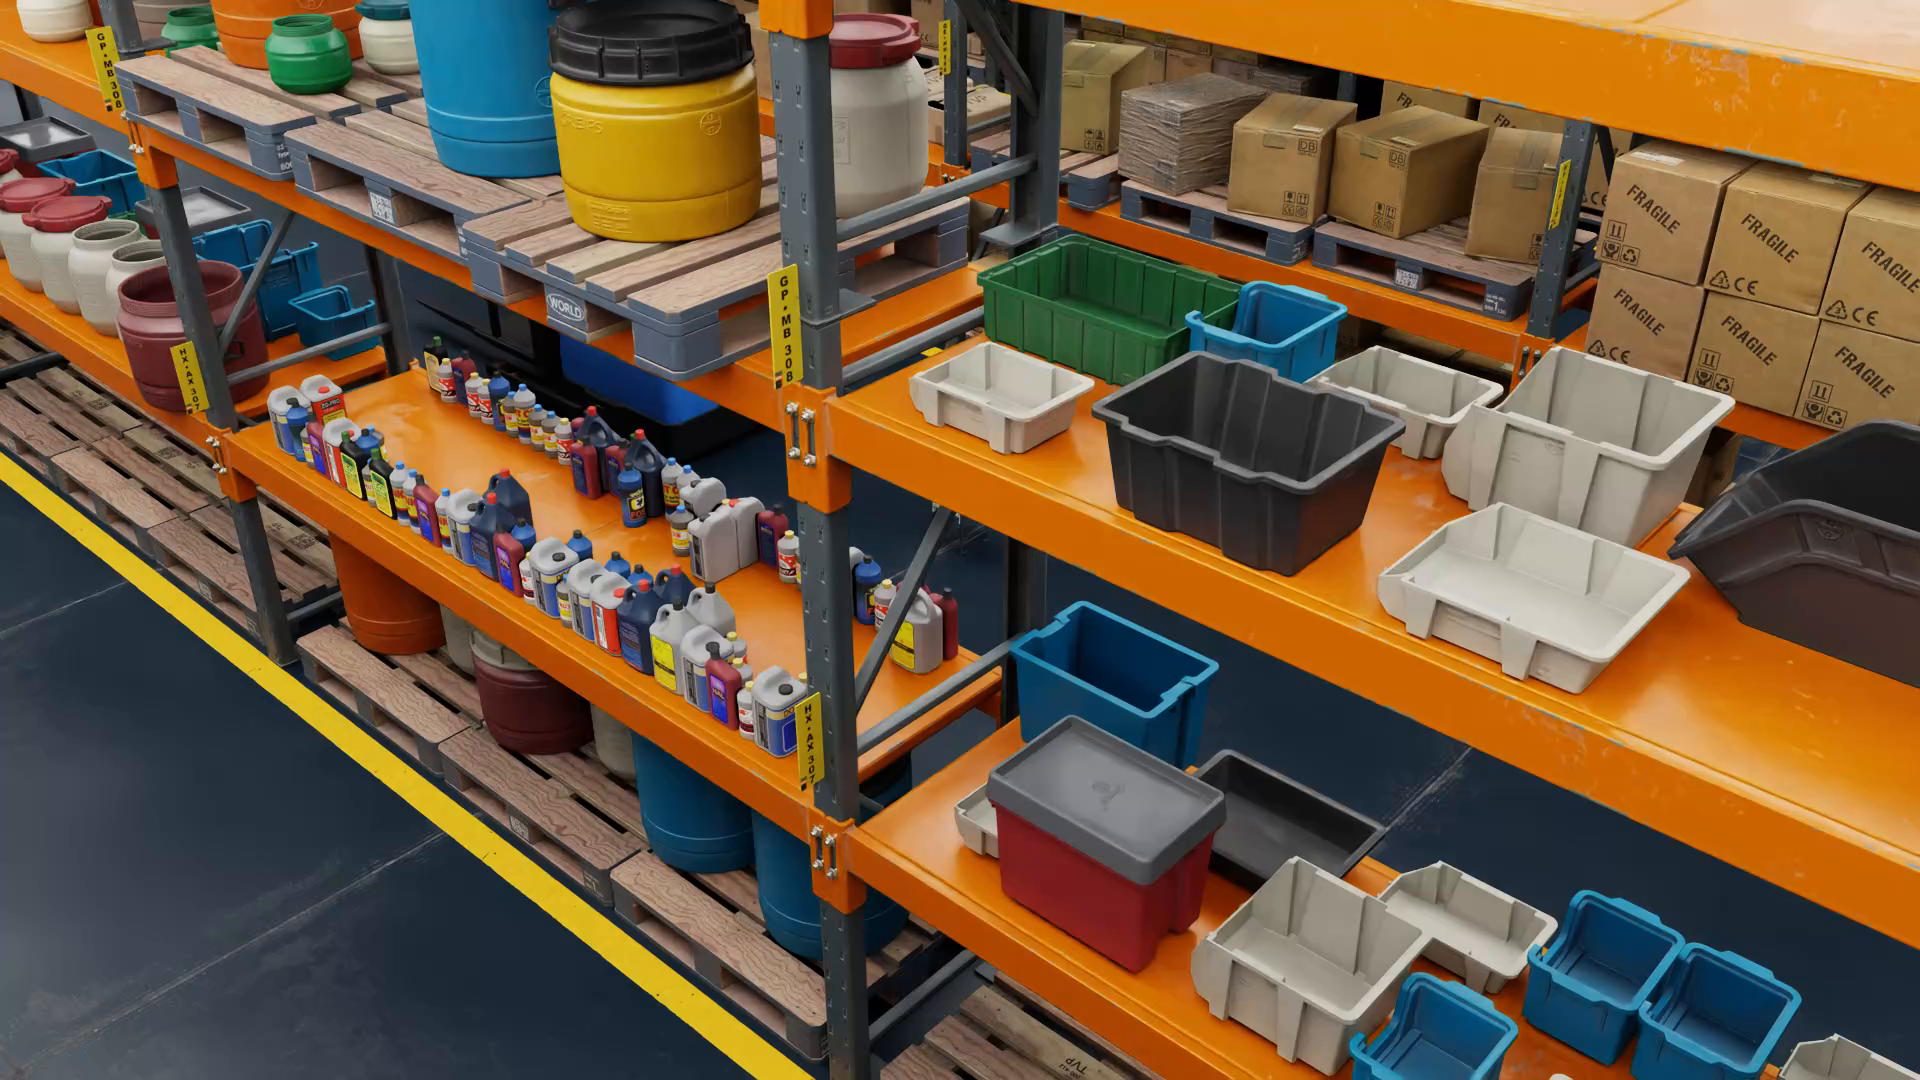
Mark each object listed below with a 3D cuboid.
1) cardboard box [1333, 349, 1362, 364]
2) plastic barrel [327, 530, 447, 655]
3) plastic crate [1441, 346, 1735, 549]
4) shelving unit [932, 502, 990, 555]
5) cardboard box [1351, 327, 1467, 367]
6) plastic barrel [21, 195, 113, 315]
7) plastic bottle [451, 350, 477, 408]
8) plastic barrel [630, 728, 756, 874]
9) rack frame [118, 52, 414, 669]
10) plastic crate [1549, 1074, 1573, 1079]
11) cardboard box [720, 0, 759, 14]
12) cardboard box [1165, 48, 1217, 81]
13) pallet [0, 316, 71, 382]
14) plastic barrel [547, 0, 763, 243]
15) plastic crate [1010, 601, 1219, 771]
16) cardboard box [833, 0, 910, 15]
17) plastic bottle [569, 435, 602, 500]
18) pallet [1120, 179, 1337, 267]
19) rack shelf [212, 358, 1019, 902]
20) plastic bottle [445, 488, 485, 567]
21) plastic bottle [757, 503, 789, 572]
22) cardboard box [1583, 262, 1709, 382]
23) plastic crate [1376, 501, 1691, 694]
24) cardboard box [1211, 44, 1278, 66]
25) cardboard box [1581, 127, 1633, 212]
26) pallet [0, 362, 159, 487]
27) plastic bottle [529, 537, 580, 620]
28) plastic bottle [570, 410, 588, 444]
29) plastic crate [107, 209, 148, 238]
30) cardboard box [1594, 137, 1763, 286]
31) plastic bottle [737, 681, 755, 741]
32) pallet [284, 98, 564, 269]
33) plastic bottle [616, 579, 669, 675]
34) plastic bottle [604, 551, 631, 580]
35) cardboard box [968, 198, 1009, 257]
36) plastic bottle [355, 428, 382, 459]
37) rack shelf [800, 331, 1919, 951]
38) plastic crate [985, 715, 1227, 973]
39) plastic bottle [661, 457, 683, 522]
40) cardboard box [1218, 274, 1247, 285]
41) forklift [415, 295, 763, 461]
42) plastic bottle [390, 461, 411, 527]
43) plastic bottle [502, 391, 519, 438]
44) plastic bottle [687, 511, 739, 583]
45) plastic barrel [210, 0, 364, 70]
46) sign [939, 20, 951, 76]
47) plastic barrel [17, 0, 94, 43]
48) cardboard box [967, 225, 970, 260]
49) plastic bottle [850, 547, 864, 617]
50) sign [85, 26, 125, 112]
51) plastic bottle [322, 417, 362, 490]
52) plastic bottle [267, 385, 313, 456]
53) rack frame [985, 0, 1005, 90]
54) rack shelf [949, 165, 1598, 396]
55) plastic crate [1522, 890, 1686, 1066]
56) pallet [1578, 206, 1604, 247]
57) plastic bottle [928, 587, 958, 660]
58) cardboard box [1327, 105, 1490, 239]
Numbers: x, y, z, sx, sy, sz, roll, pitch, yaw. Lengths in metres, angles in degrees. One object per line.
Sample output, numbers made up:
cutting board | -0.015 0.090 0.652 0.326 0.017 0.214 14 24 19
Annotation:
cardboard box | 2.323 -0.722 9.538 0.500 0.500 0.500 25 39 35
plastic barrel | -2.676 0.052 7.952 0.708 0.830 0.600 25 39 35
plastic crate | 1.445 -0.211 3.899 0.530 0.282 0.437 25 39 35
shelving unit | 0.006 -0.383 9.013 0.210 0.900 0.258 25 39 35
cardboard box | 2.644 -0.927 9.879 0.500 0.500 0.500 26 39 36
plastic barrel | -4.589 -1.484 8.676 0.433 0.535 0.433 0 31 0
plastic bottle | -2.293 -0.754 7.707 0.133 0.283 0.061 25 39 35
plastic barrel | -1.002 0.803 6.635 0.708 0.901 0.600 25 39 35
rack frame | -3.051 -0.860 7.771 0.127 3.000 1.000 25 39 35
plastic crate | 1.495 1.494 4.057 0.250 0.136 0.298 25 39 35
cardboard box | -1.741 -3.726 12.434 0.500 0.500 0.500 -26 40 -36
cardboard box | 2.337 -4.380 15.614 0.500 0.500 0.700 25 39 35
pallet | -6.486 -1.299 11.202 1.213 0.211 1.003 25 39 35
plastic barrel | -0.898 -1.260 4.937 0.600 0.588 0.600 0 31 0
plastic crate | 0.490 0.536 5.408 0.575 0.384 0.392 25 39 35
cardboard box | -0.948 -5.791 17.958 0.500 0.500 0.700 22 38 32
plastic bottle | -1.577 -0.319 6.985 0.133 0.283 0.061 25 39 35
pallet | 1.721 -2.000 9.850 1.213 0.211 1.003 25 39 35
rack shelf | -1.568 0.140 6.807 4.000 0.370 1.077 25 39 35
plastic bottle | -1.918 -0.054 6.552 0.135 0.276 0.152 25 39 35
plastic bottle | -0.729 -0.024 6.494 0.133 0.283 0.061 25 39 35
cardboard box | 3.437 -1.131 8.124 0.500 0.500 0.500 26 40 36
plastic crate | 1.182 0.116 3.497 0.530 0.136 0.437 25 39 35
cardboard box | 2.648 -4.538 15.150 0.500 0.250 0.500 26 40 36
cardboard box | 5.333 -3.005 13.011 0.750 0.750 0.750 26 40 36
pallet | -5.408 -0.793 10.363 1.213 0.211 1.003 25 39 35
plastic bottle | -1.510 0.136 6.235 0.135 0.276 0.152 25 39 35
plastic bottle | -1.617 -0.438 7.182 0.133 0.283 0.061 25 39 35
plastic crate | -4.536 -1.659 9.303 0.662 0.188 0.450 25 39 35
cardboard box | 3.402 -1.570 7.882 0.500 0.500 0.500 26 40 36
plastic bottle | -0.698 0.567 5.593 0.097 0.201 0.097 0 31 0
pallet | -1.575 -1.306 5.785 1.213 0.211 1.003 25 39 35
plastic bottle | -1.123 0.288 5.911 0.185 0.351 0.144 25 39 35
plastic bottle | -1.269 0.165 6.193 0.097 0.271 0.097 0 31 0
cardboard box | 0.085 -2.289 11.859 0.500 0.311 0.500 27 40 37
plastic bottle | -2.495 -0.345 7.039 0.097 0.271 0.097 0 31 0
rack shelf | 1.398 0.239 3.734 4.000 0.370 1.077 25 39 35
plastic crate | 0.409 0.876 4.767 0.583 0.464 0.402 25 39 35
plastic bottle | -1.171 -0.212 6.818 0.097 0.271 0.097 0 31 0
cardboard box | 1.933 -1.588 10.249 0.500 0.250 0.500 24 39 34
forklift | -2.463 -2.364 10.335 3.031 2.935 1.130 25 39 35
plastic bottle | -2.266 -0.195 6.791 0.097 0.271 0.097 0 31 0
plastic bottle | -2.003 -0.571 7.482 0.097 0.201 0.097 0 31 0
plastic bottle | -0.961 0.009 6.447 0.135 0.276 0.152 25 39 35
plastic barrel | -2.632 -2.312 6.450 0.708 0.830 0.600 25 39 35
sign | -0.094 -3.036 10.262 0.005 0.325 0.100 25 39 35
plastic barrel | -4.150 -2.437 7.616 0.301 0.262 0.301 0 31 0
cardboard box | -0.278 -2.083 11.516 0.500 0.311 0.500 26 40 36
plastic bottle | -0.444 0.144 6.222 0.135 0.276 0.152 25 39 35
sign | -3.415 -1.888 6.671 0.005 0.325 0.100 25 39 35
plastic bottle | -2.604 -0.374 7.083 0.135 0.276 0.152 25 39 35
plastic bottle | -2.947 -0.534 7.349 0.135 0.276 0.152 25 39 35
rack frame | 0.632 -6.033 16.364 0.127 3.000 1.000 25 39 35
rack shelf | 1.759 -1.753 9.951 4.000 0.370 1.077 25 39 35
plastic crate | 1.720 1.183 4.480 0.300 0.233 0.416 25 39 35
pallet | 5.032 -2.730 13.581 1.213 0.211 1.003 25 39 35
plastic bottle | -0.070 0.284 5.983 0.133 0.283 0.061 25 39 35
cardboard box | 2.488 -2.055 9.251 0.700 0.500 0.500 -22 38 -32
